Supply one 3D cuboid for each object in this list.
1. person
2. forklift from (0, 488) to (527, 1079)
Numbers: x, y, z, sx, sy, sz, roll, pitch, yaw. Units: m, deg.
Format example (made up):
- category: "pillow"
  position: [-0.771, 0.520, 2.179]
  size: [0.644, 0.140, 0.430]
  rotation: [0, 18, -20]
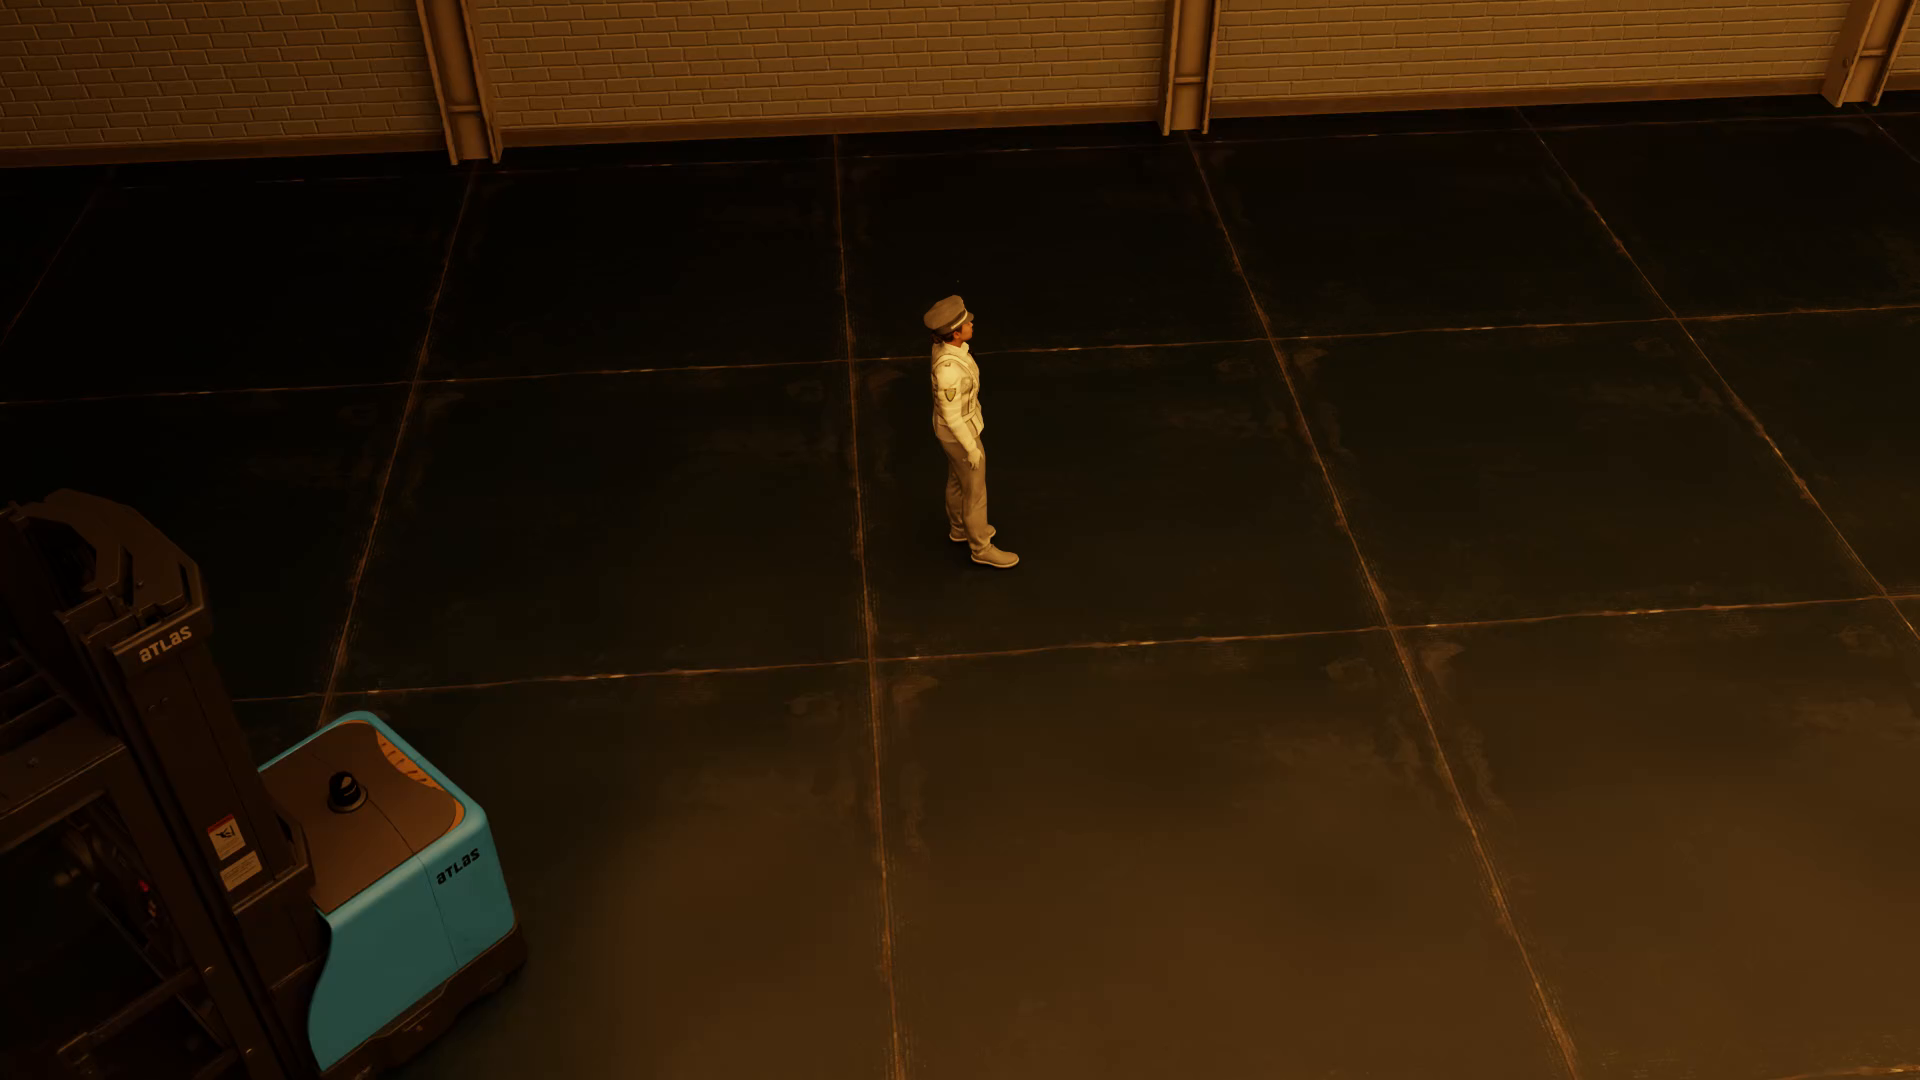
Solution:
- category: "person"
  position: [0.079, -0.648, 9.638]
  size: [0.512, 1.691, 0.586]
  rotation: [-3, 41, -4]
- category: "forklift"
  position: [-3.395, 1.381, 6.323]
  size: [1.130, 2.935, 3.031]
  rotation: [30, 49, 31]
